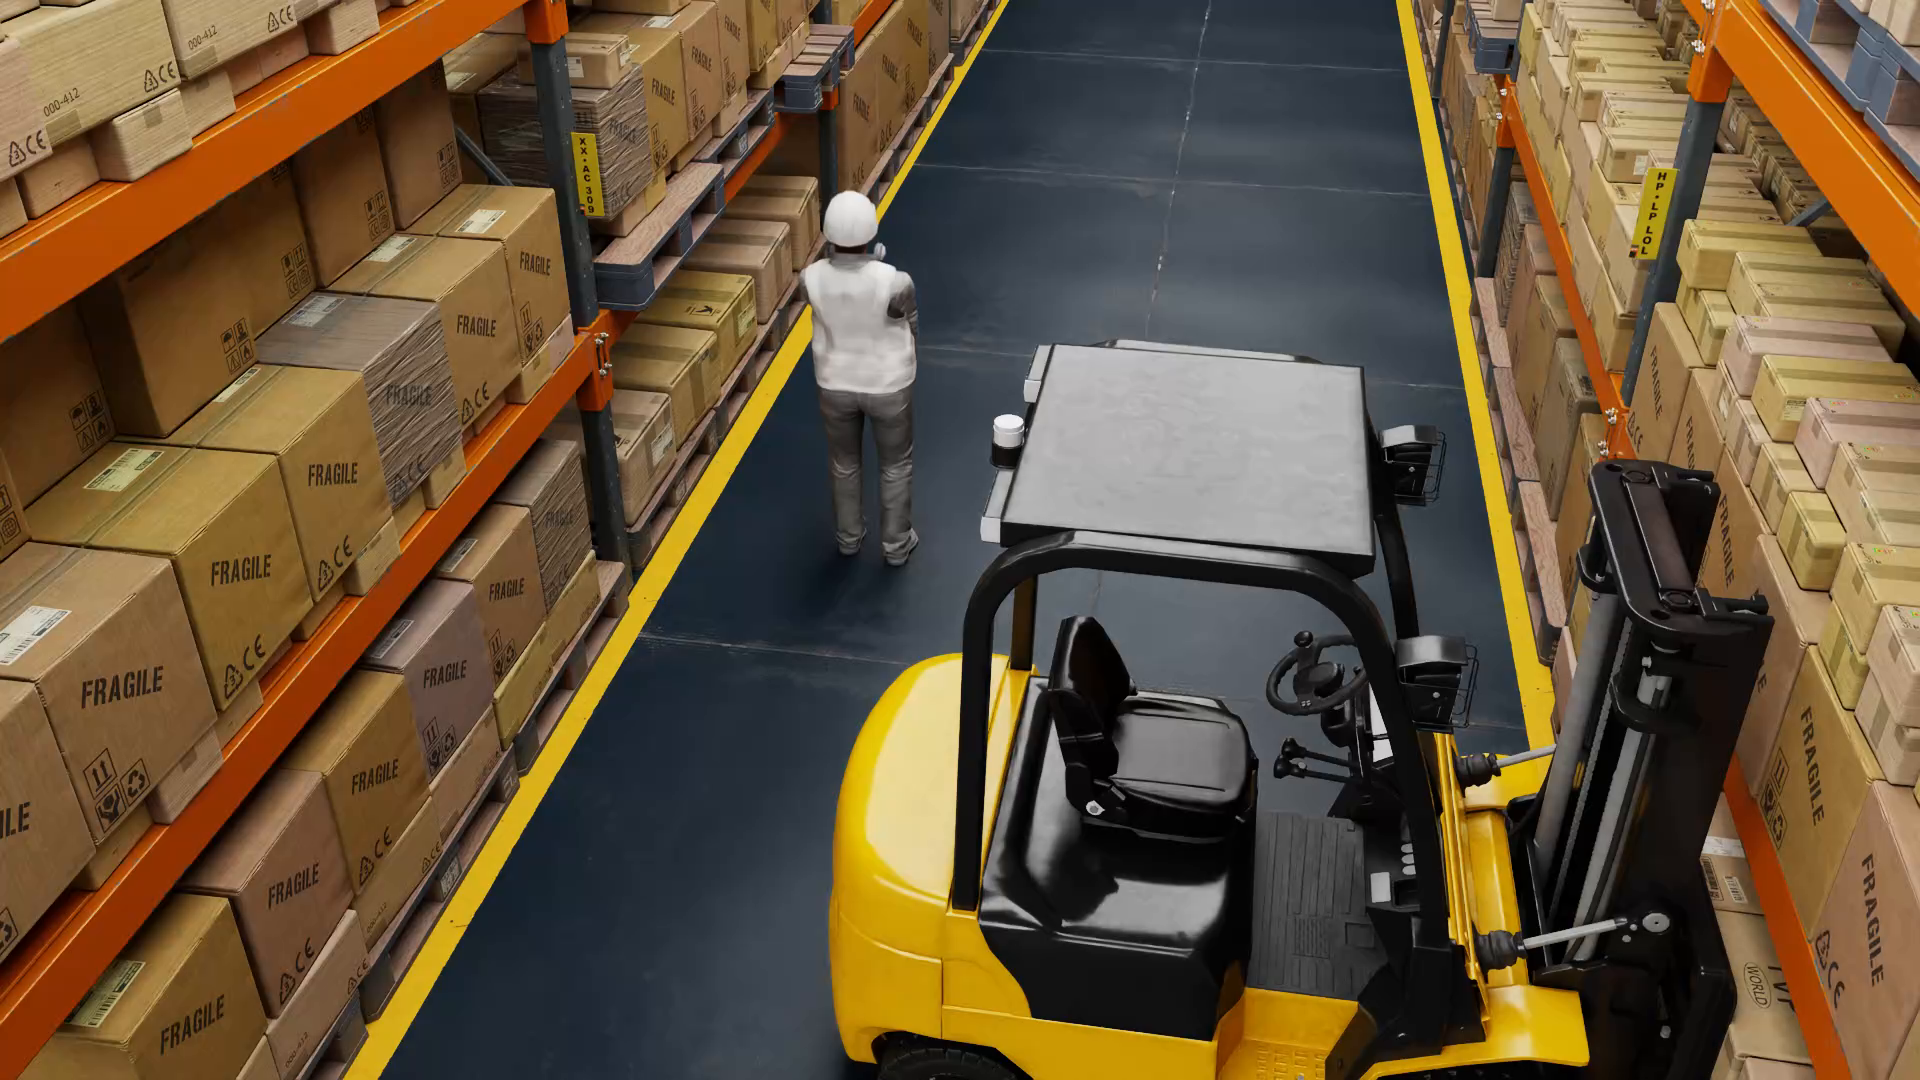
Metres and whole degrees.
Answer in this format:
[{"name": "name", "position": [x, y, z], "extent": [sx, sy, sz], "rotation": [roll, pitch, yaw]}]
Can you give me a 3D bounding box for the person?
[{"name": "person", "position": [-0.414, -0.736, 7.292], "extent": [0.494, 1.762, 0.552], "rotation": [5, 33, 8]}]
